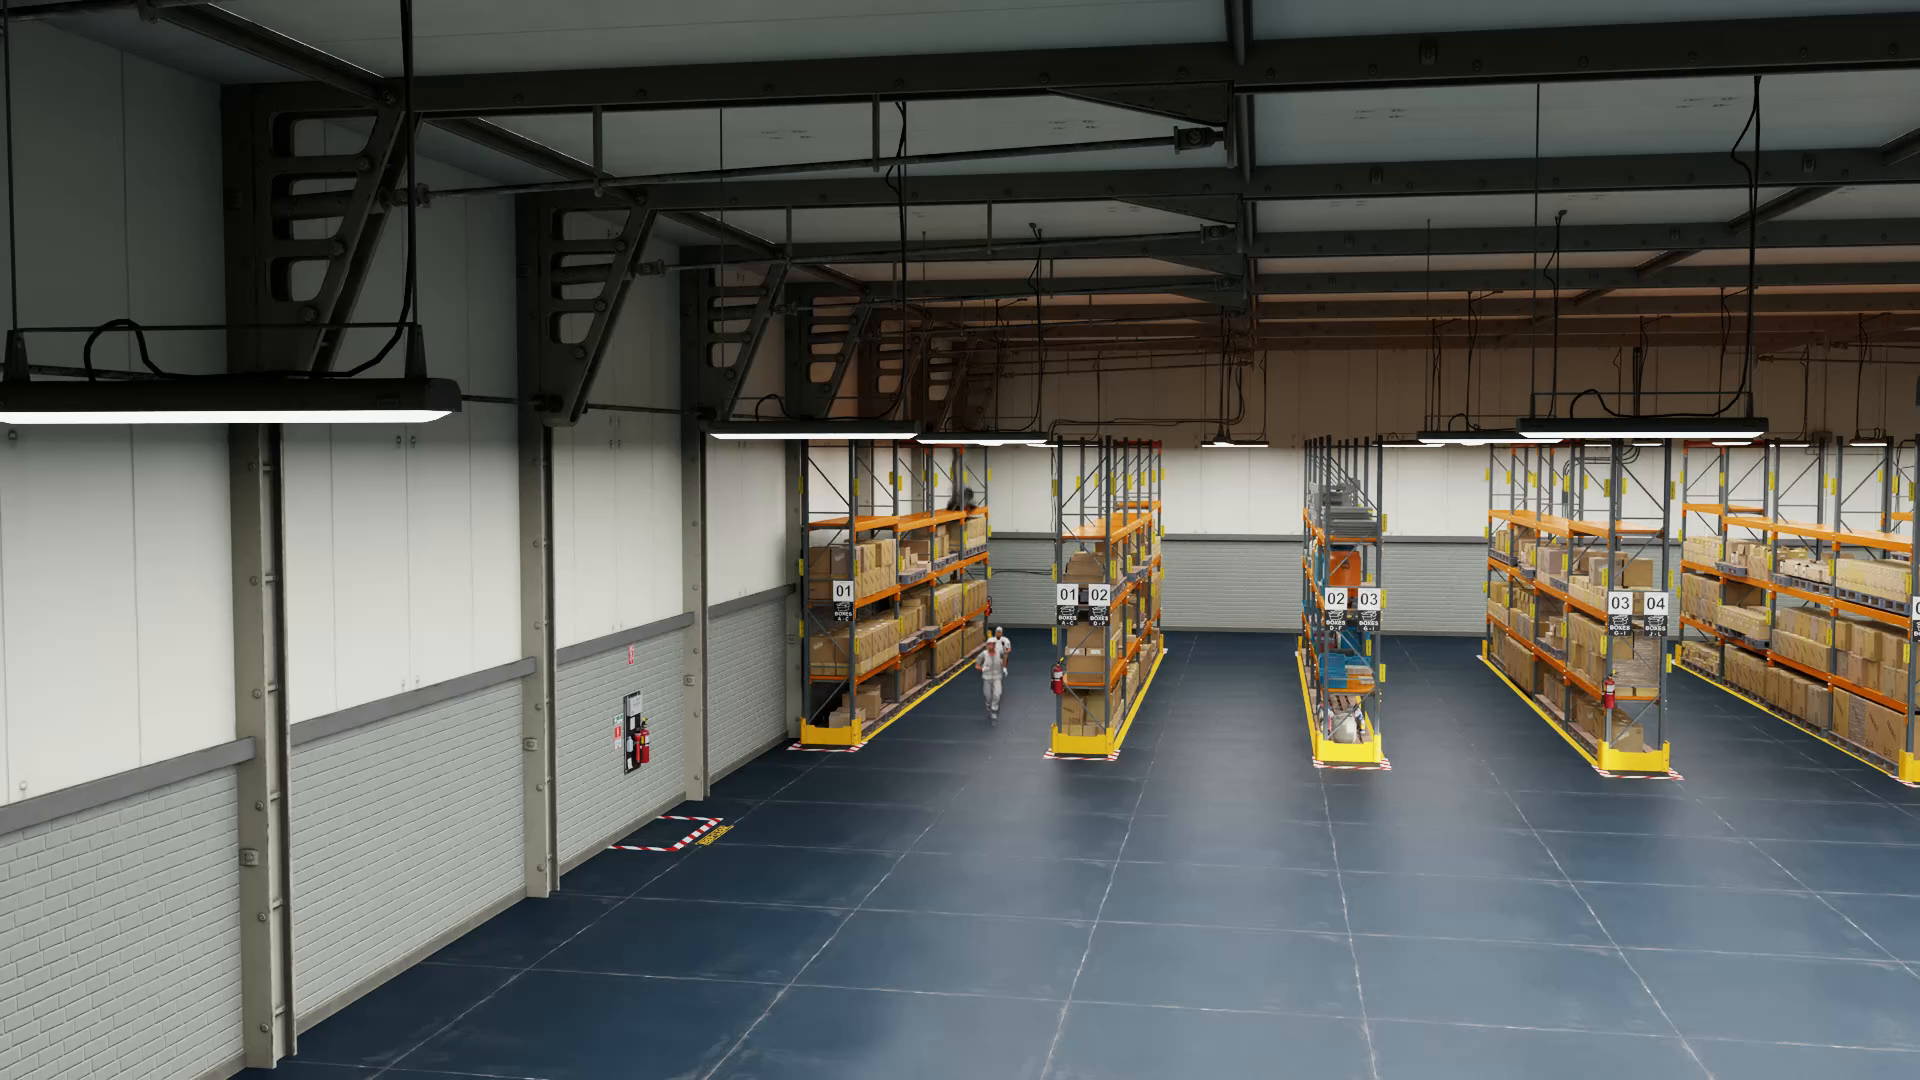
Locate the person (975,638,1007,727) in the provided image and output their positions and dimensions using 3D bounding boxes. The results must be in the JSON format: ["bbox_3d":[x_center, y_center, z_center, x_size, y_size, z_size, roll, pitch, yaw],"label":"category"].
[{"bbox_3d":[0.659,2.959,34.845,0.690,1.848,0.913,0,3,-6],"label":"person"}]

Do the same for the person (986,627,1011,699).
[{"bbox_3d":[0.892,2.832,38.357,0.590,1.668,0.727,0,3,1],"label":"person"}]
